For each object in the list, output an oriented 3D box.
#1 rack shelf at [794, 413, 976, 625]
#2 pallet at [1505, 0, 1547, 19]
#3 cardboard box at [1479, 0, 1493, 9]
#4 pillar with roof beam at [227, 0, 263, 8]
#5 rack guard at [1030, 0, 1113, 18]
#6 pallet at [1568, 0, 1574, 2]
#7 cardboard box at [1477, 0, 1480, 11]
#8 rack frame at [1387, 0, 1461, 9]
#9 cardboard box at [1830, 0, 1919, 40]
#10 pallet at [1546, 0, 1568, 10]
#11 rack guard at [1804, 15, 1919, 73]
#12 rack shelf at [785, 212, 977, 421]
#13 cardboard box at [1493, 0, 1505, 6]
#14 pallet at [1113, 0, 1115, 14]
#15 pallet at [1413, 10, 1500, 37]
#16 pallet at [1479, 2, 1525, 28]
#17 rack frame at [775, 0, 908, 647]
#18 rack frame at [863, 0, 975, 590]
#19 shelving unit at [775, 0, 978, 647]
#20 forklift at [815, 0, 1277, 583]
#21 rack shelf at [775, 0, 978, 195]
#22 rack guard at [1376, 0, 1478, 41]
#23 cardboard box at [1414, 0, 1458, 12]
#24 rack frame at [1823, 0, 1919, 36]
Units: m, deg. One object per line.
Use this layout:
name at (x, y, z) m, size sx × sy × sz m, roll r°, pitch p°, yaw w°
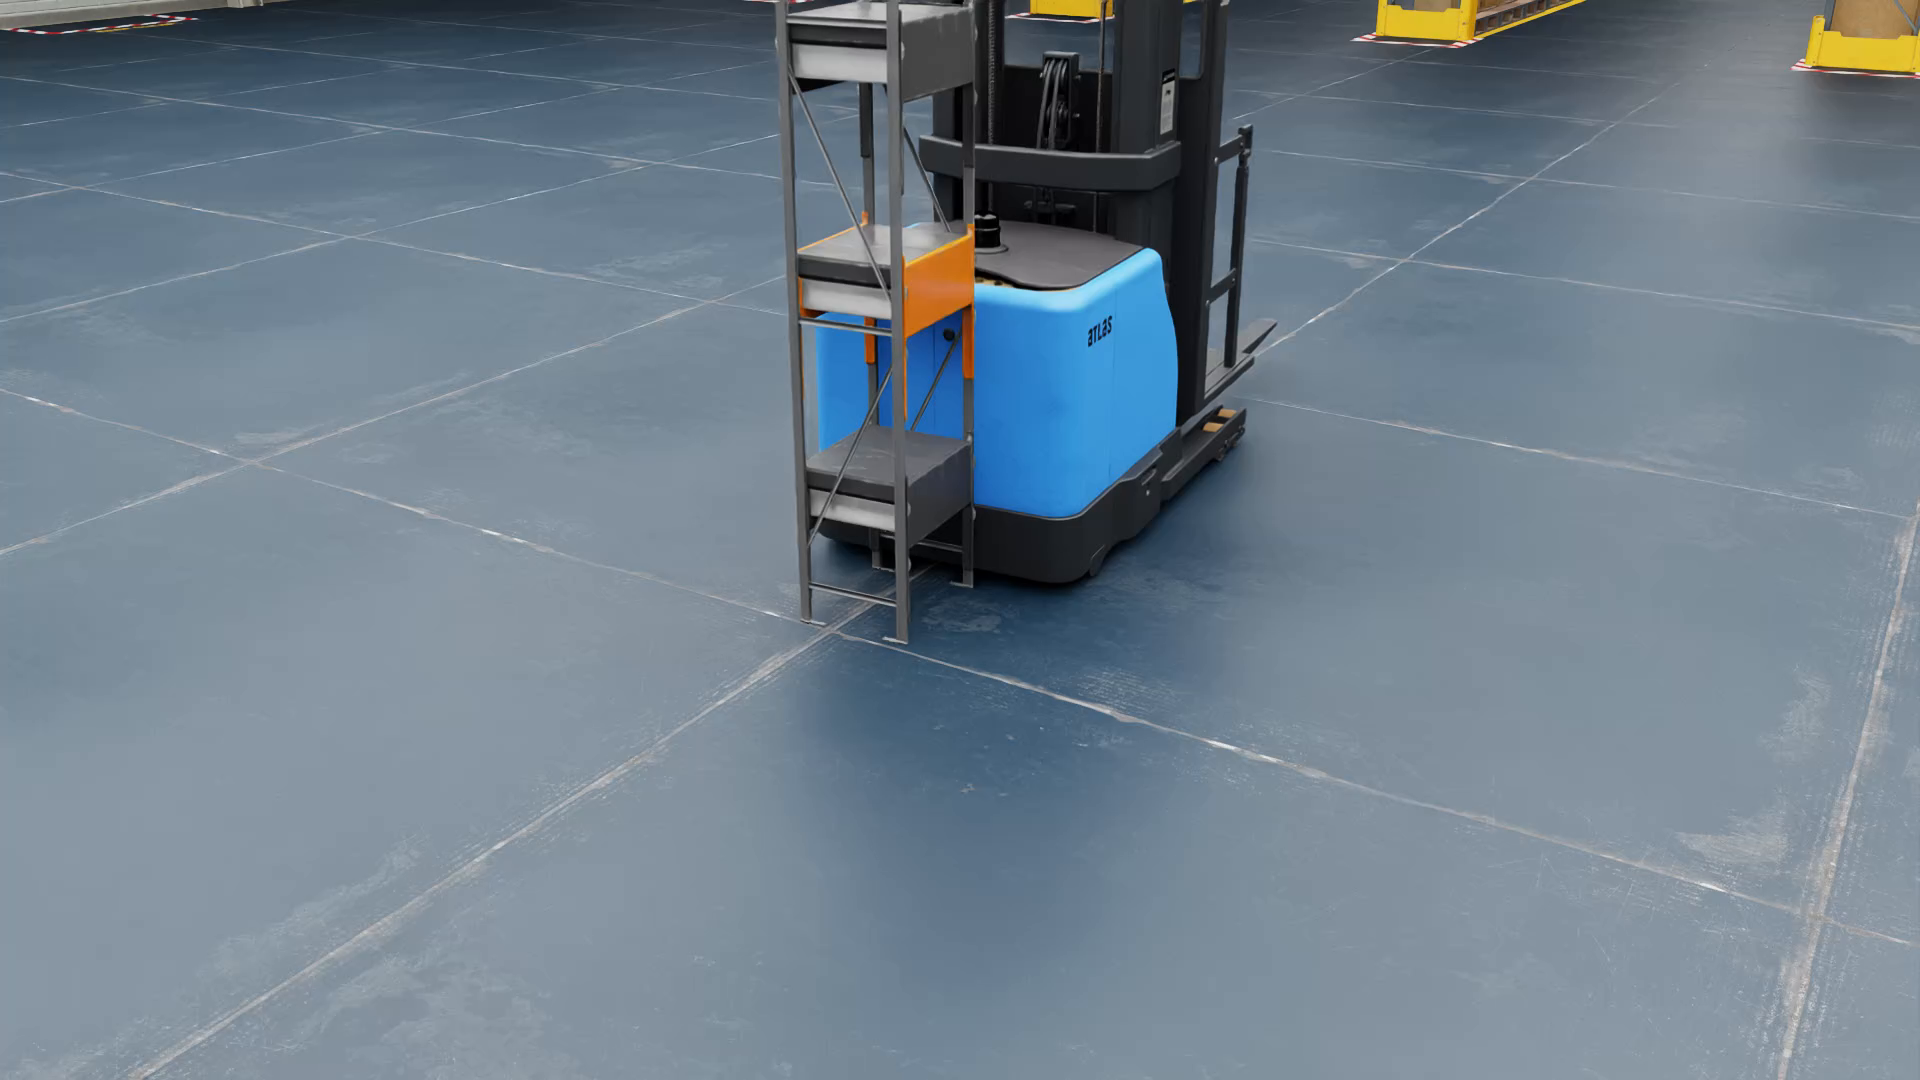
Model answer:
rack shelf at (-0.244, -0.083, 5.595) m, size 0.431 × 0.518 × 0.480 m, roll 11°, pitch 26°, yaw 24°
pallet at (7.542, -7.473, 23.247) m, size 1.003 × 0.211 × 1.213 m, roll 14°, pitch 27°, yaw 29°
cardboard box at (6.733, -7.306, 21.969) m, size 0.500 × 0.500 × 0.500 m, roll 17°, pitch 29°, yaw 34°
pillar with roof beam at (-6.741, -10.994, 20.320) m, size 9.100 × 9.000 × 0.400 m, roll 14°, pitch 27°, yaw 29°
rack guard at (1.549, -7.563, 23.092) m, size 1.175 × 0.500 × 0.348 m, roll 14°, pitch 27°, yaw 29°
pallet at (8.919, -8.384, 25.351) m, size 1.003 × 0.211 × 1.213 m, roll 14°, pitch 27°, yaw 29°
cardboard box at (6.386, -7.099, 21.490) m, size 0.500 × 0.500 × 0.500 m, roll -20°, pitch 31°, yaw -39°
rack frame at (5.757, -7.637, 20.116) m, size 1.000 × 3.000 × 0.127 m, roll 14°, pitch 27°, yaw 29°
cardboard box at (10.219, -6.024, 18.535) m, size 0.875 × 0.875 × 0.875 m, roll 14°, pitch 27°, yaw 29°
pallet at (8.276, -7.970, 24.396) m, size 1.003 × 0.211 × 1.213 m, roll 14°, pitch 27°, yaw 29°
rack guard at (9.904, -5.408, 18.114) m, size 1.175 × 0.500 × 0.348 m, roll 14°, pitch 27°, yaw 29°
rack shelf at (-0.244, -0.725, 5.317) m, size 0.431 × 0.518 × 0.480 m, roll 11°, pitch 26°, yaw 24°
cardboard box at (7.065, -7.485, 22.383) m, size 0.500 × 0.500 × 0.500 m, roll 11°, pitch 26°, yaw 24°
pallet at (1.982, -7.704, 23.780) m, size 1.003 × 0.211 × 1.213 m, roll 14°, pitch 27°, yaw 29°
pallet at (6.255, -6.650, 21.345) m, size 1.003 × 0.211 × 1.213 m, roll 14°, pitch 27°, yaw 29°
pallet at (6.900, -7.060, 22.292) m, size 1.003 × 0.211 × 1.213 m, roll 14°, pitch 27°, yaw 29°
rack frame at (-0.353, -0.651, 5.111) m, size 0.400 × 2.100 × 0.015 m, roll 11°, pitch 26°, yaw 24°
rack frame at (-0.135, -0.825, 5.512) m, size 0.400 × 2.100 × 0.015 m, roll 11°, pitch 26°, yaw 24°
shelving unit at (-0.244, -0.738, 5.312) m, size 0.431 × 2.100 × 0.503 m, roll 11°, pitch 26°, yaw 24°
forklift at (0.583, -1.746, 6.593) m, size 1.130 × 2.935 × 3.031 m, roll 11°, pitch 26°, yaw 24°
rack shelf at (-0.244, -1.368, 5.039) m, size 0.431 × 0.518 × 0.480 m, roll 11°, pitch 26°, yaw 24°
rack guard at (5.797, -6.516, 20.671) m, size 1.175 × 0.500 × 0.348 m, roll 14°, pitch 27°, yaw 29°
cardboard box at (6.100, -6.890, 21.007) m, size 0.500 × 0.500 × 0.500 m, roll 20°, pitch 30°, yaw 38°
rack frame at (9.917, -6.563, 17.636) m, size 1.000 × 3.000 × 0.127 m, roll 14°, pitch 27°, yaw 29°
